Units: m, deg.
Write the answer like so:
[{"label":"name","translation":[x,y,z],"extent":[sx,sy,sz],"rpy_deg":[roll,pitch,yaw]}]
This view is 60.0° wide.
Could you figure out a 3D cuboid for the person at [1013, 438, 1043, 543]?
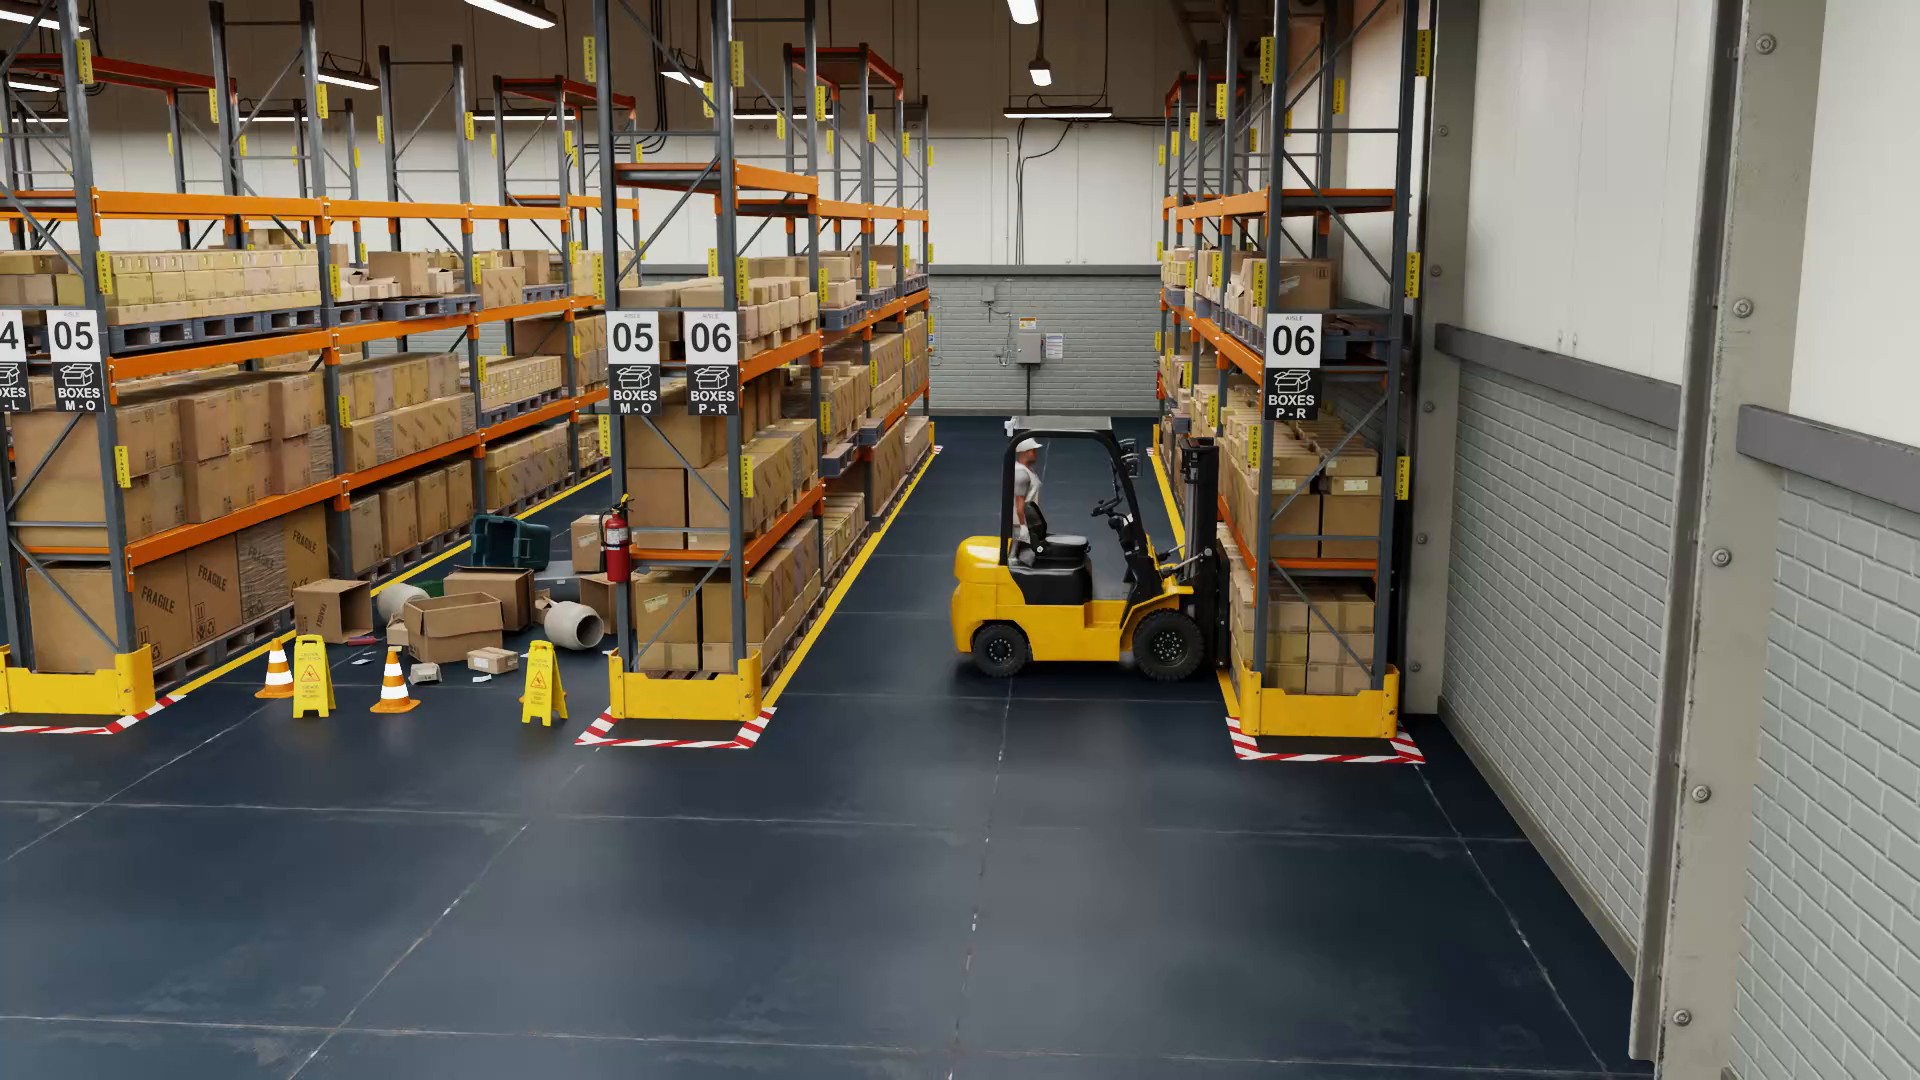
[{"label":"person","translation":[0.682,-0.154,16.687],"extent":[0.370,1.787,0.524],"rpy_deg":[1,11,5]}]
